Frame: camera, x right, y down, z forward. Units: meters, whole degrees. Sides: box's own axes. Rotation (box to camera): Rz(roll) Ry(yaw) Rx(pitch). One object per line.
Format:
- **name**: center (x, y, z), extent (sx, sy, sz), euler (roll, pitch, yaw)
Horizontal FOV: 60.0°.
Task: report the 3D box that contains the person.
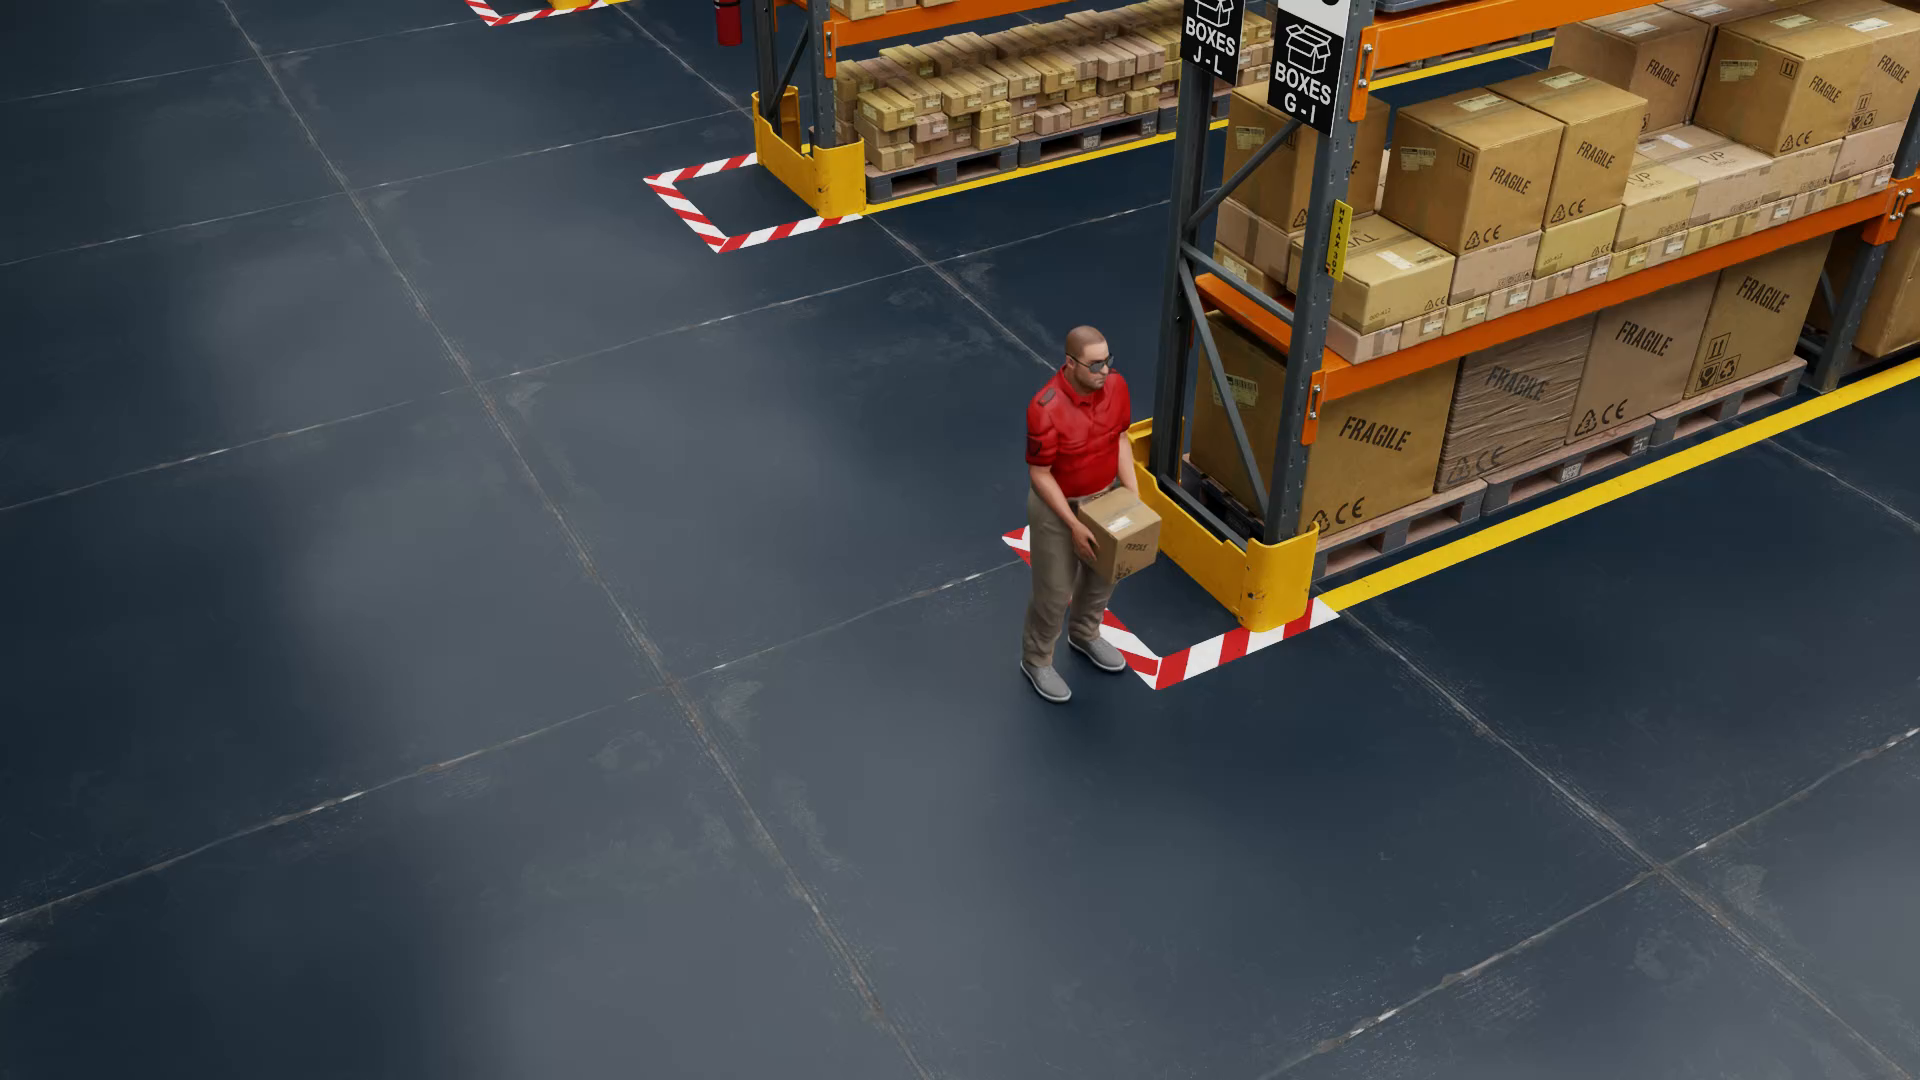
- **person**: center (0.536, -0.112, 7.086), extent (0.532, 1.733, 0.470), euler (-25, 43, -29)
